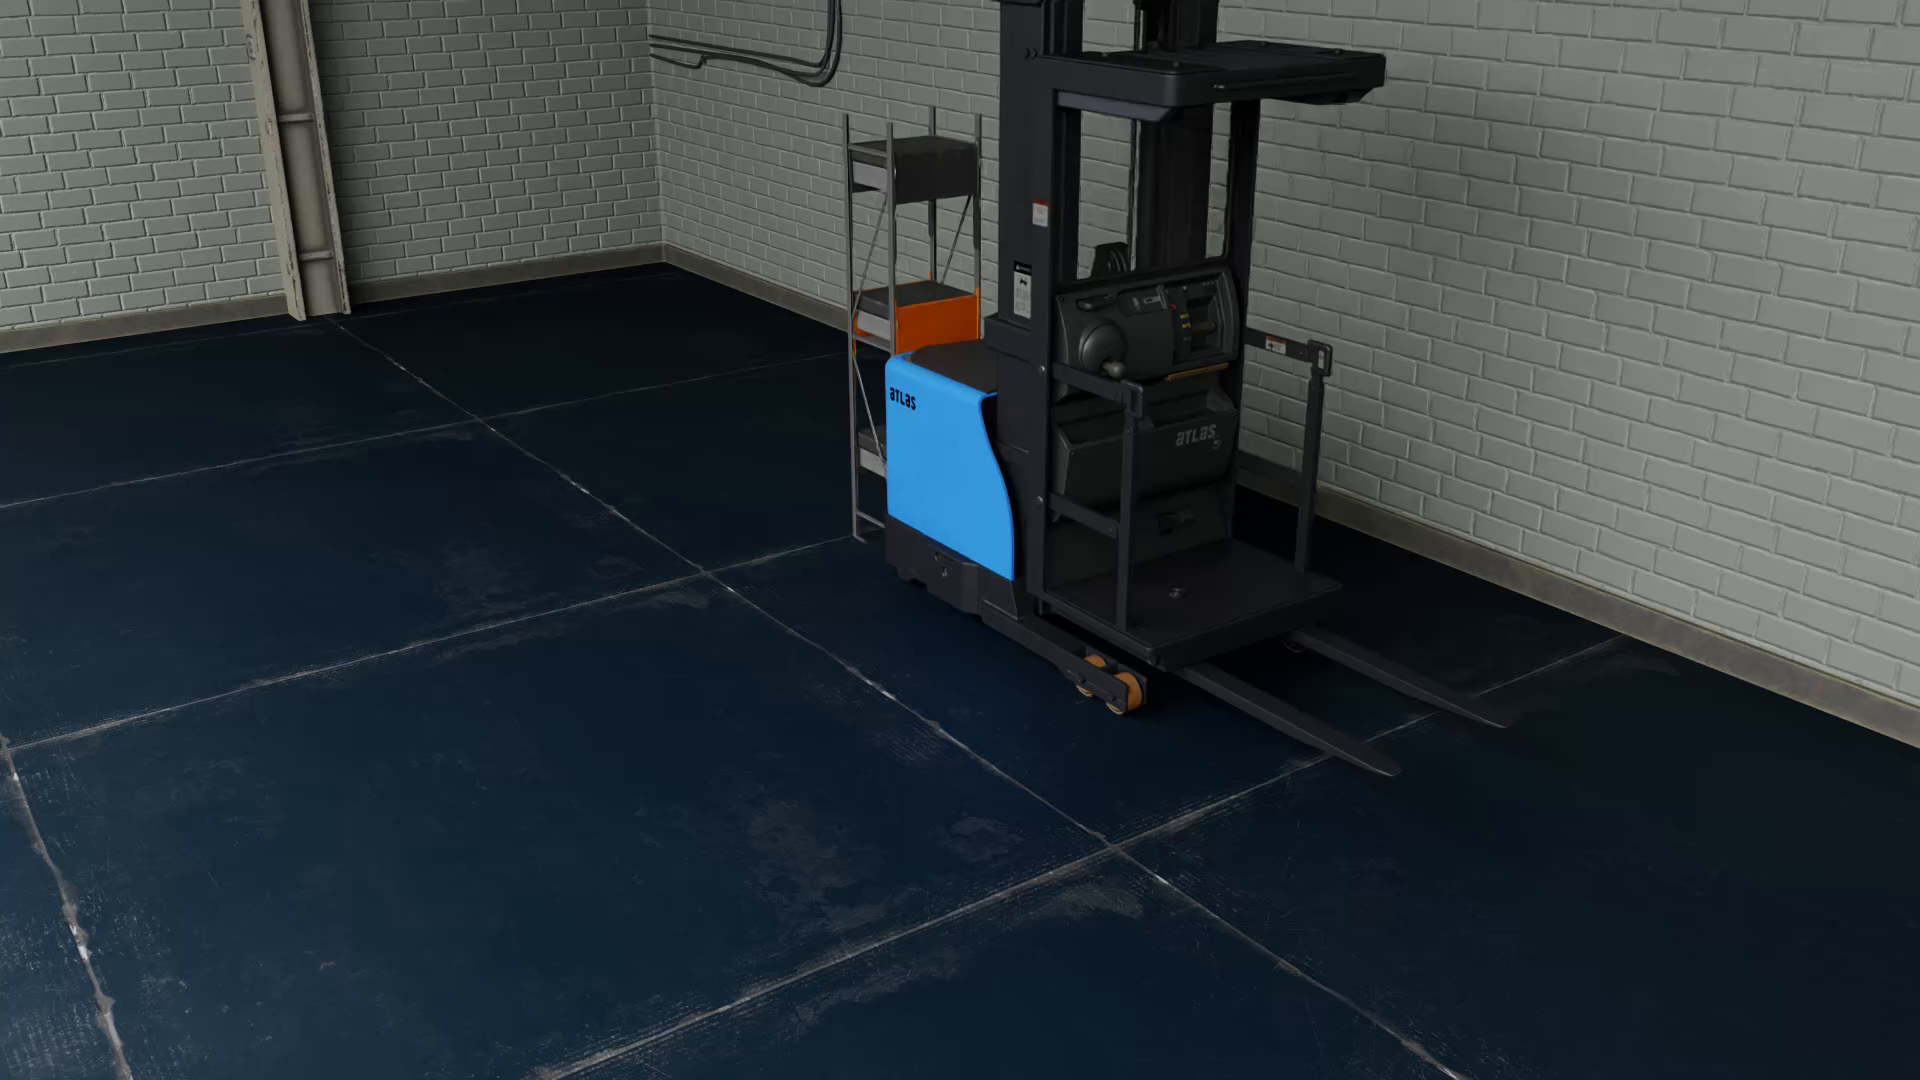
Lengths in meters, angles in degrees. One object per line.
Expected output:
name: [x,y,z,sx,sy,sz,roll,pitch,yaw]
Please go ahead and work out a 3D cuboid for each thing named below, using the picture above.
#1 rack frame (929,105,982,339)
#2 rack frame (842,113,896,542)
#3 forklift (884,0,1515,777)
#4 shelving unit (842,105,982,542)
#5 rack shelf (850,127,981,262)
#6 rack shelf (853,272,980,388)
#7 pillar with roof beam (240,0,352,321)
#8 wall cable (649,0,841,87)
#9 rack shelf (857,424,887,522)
rack frame: [-0.024,-1.038,8.165,0.015,2.100,0.400,-15,26,-33]
rack frame: [-0.419,-0.932,7.899,0.015,2.100,0.400,-15,26,-33]
forklift: [0.898,-0.868,6.616,1.130,2.935,3.031,-15,26,-32]
shelving unit: [-0.221,-0.985,8.032,0.503,2.100,0.431,-15,26,-33]
rack shelf: [-0.221,-1.623,7.777,0.480,0.518,0.431,-15,26,-33]
rack shelf: [-0.221,-0.972,8.037,0.480,0.518,0.431,-15,26,-33]
pillar with roof beam: [-2.399,-4.627,7.850,0.400,9.000,9.100,-15,26,-33]
wall cable: [-1.750,-4.720,12.272,0.112,2.526,3.097,-15,26,-33]
rack shelf: [-0.221,-0.322,8.296,0.480,0.518,0.431,-15,26,-33]
